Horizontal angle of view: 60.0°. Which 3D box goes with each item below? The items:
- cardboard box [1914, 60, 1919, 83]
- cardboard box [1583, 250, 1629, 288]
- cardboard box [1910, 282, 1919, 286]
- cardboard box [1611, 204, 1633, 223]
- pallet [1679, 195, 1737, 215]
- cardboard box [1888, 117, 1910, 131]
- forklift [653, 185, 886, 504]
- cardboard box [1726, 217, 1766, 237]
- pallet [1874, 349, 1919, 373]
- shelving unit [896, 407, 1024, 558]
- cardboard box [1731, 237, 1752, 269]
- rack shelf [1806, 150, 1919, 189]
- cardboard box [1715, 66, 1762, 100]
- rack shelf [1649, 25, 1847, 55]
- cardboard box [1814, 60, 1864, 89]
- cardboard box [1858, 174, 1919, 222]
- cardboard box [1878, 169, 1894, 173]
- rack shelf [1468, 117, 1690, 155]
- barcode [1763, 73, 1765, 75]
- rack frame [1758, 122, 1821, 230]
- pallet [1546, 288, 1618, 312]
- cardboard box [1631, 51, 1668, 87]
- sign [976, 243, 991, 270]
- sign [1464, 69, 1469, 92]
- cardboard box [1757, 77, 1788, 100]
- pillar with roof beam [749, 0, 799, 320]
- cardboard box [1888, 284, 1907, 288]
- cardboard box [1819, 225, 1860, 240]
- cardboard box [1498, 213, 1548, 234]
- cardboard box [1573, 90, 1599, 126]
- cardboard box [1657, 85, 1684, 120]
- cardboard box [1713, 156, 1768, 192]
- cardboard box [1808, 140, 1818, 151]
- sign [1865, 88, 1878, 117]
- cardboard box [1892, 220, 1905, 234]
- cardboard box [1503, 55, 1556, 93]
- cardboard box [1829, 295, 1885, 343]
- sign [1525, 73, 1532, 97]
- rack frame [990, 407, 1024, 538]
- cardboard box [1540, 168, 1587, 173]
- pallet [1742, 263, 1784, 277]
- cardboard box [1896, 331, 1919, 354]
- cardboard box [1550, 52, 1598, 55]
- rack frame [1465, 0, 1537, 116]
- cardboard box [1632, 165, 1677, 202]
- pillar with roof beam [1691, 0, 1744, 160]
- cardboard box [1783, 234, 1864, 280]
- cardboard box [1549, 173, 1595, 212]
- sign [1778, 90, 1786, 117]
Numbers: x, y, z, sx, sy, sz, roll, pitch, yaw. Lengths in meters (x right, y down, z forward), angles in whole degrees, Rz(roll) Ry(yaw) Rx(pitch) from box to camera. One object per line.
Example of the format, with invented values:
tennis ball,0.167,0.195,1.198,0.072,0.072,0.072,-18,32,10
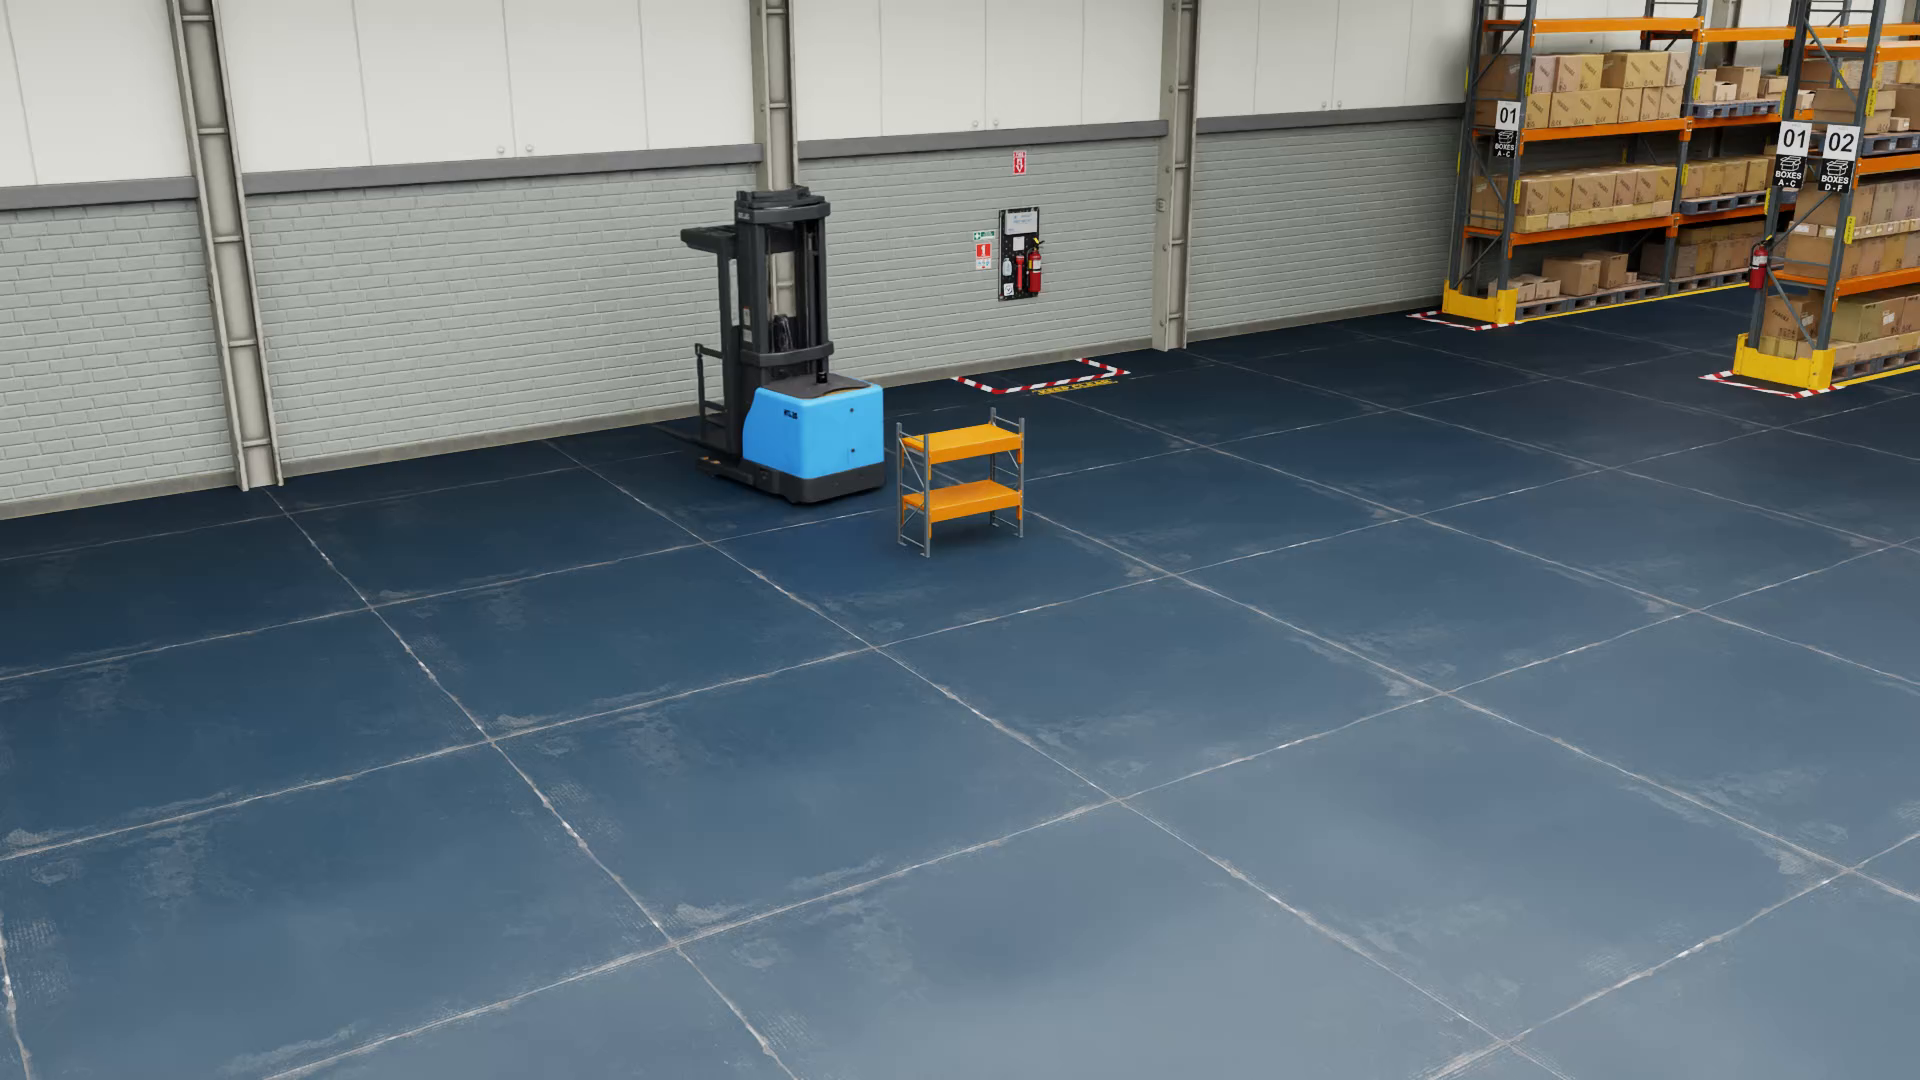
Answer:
cardboard box,17.033,-8.466,30.078,0.500,0.500,0.700,-13,23,-34
cardboard box,10.302,-4.337,26.606,0.500,0.500,0.500,-14,23,-35
cardboard box,13.183,-3.208,22.518,0.500,0.500,0.500,-12,22,-31
cardboard box,10.086,-5.102,25.855,0.500,0.250,0.500,-12,22,-32
pallet,11.865,-5.511,27.162,1.213,0.211,1.003,-12,22,-31
cardboard box,11.613,-5.205,20.790,0.250,0.149,0.380,-12,22,-31
forklift,-2.107,-2.137,16.990,1.130,2.935,3.031,-16,25,-40
cardboard box,13.404,-5.366,28.478,0.500,0.250,0.500,-11,22,-30
pallet,12.167,-2.516,22.357,1.213,0.211,1.003,-12,22,-31
shelving unit,0.006,-0.534,15.068,1.048,1.125,0.538,-12,22,-31
cardboard box,13.021,-4.940,28.388,0.500,0.500,0.700,-12,22,-32
rack shelf,12.204,-4.910,21.524,4.000,0.370,1.077,-12,22,-31
cardboard box,12.677,-7.466,27.149,0.500,0.500,0.500,-13,23,-33
rack shelf,12.817,-8.170,27.109,4.000,0.370,1.077,-12,22,-31
cardboard box,15.275,-8.096,28.981,0.500,0.500,0.700,-13,23,-34
cardboard box,11.832,-4.410,21.425,0.500,0.500,0.700,-12,22,-31
cardboard box,16.322,-6.696,29.717,0.500,0.500,0.500,-11,22,-30
rack shelf,9.477,-6.234,25.441,4.000,0.370,1.077,-12,22,-31
barcode,13.837,-8.003,28.614,0.075,0.075,0.001,-12,22,-31
rack frame,14.488,-6.211,28.932,0.127,3.000,1.000,-12,22,-31
pallet,9.586,-3.841,26.277,1.213,0.211,1.003,-12,22,-31
cardboard box,10.423,-7.197,25.417,0.500,0.500,0.500,-11,21,-28
sign,0.301,-3.621,21.218,0.234,0.329,0.001,-12,22,-31
sign,7.518,-6.794,24.592,0.005,0.325,0.100,-12,22,-31
cardboard box,13.354,-7.487,27.830,0.637,0.503,0.797,-9,20,-24
pillar with roof beam,0.261,-4.733,15.194,0.400,9.000,9.100,-12,22,-31
cardboard box,12.480,-3.259,22.669,0.500,0.500,0.500,-12,22,-31
cardboard box,10.980,-3.843,20.761,0.250,0.149,0.380,-12,22,-32
cardboard box,8.388,-4.741,24.788,0.500,0.250,0.500,-13,22,-33
cardboard box,9.123,-6.449,24.766,0.500,0.500,0.500,-11,21,-29
cardboard box,10.859,-6.829,25.889,0.500,0.500,0.500,-11,22,-30
cardboard box,13.072,-6.156,27.926,0.500,0.500,0.700,-12,22,-31
cardboard box,15.033,-6.780,28.793,0.500,0.250,0.500,-11,22,-30
sign,10.834,-5.200,19.772,0.005,0.325,0.100,-12,22,-31
cardboard box,11.841,-4.026,21.300,0.250,0.149,0.380,-13,23,-33
cardboard box,8.261,-6.756,24.113,0.500,0.500,0.500,-14,23,-35
cardboard box,11.520,-2.852,21.465,0.500,0.500,0.500,-12,22,-31
sign,8.105,-6.492,23.715,0.005,0.325,0.100,-12,22,-31
rack frame,0.430,-0.624,15.333,0.032,1.125,0.500,-12,22,-31
cardboard box,9.359,-5.502,25.868,0.500,0.500,0.500,-12,22,-31
pallet,13.834,-4.753,28.973,1.213,0.211,1.003,-12,22,-31
cardboard box,12.358,-2.672,22.104,0.500,0.250,0.500,-12,22,-31
cardboard box,9.320,-7.166,25.324,0.500,0.500,0.500,-12,22,-31
rack frame,7.806,-7.644,23.803,0.127,3.000,1.000,-12,22,-31
cardboard box,10.922,-5.634,26.258,0.500,0.500,0.500,-12,22,-32
pillar with roof beam,15.294,-7.904,24.572,0.400,9.000,9.100,-12,22,-31
cardboard box,10.931,-3.603,21.064,0.500,0.500,0.700,-12,22,-31
cardboard box,9.223,-5.273,25.190,0.500,0.500,0.500,-13,22,-33
sign,10.247,-5.428,20.674,0.005,0.325,0.100,-12,22,-31
